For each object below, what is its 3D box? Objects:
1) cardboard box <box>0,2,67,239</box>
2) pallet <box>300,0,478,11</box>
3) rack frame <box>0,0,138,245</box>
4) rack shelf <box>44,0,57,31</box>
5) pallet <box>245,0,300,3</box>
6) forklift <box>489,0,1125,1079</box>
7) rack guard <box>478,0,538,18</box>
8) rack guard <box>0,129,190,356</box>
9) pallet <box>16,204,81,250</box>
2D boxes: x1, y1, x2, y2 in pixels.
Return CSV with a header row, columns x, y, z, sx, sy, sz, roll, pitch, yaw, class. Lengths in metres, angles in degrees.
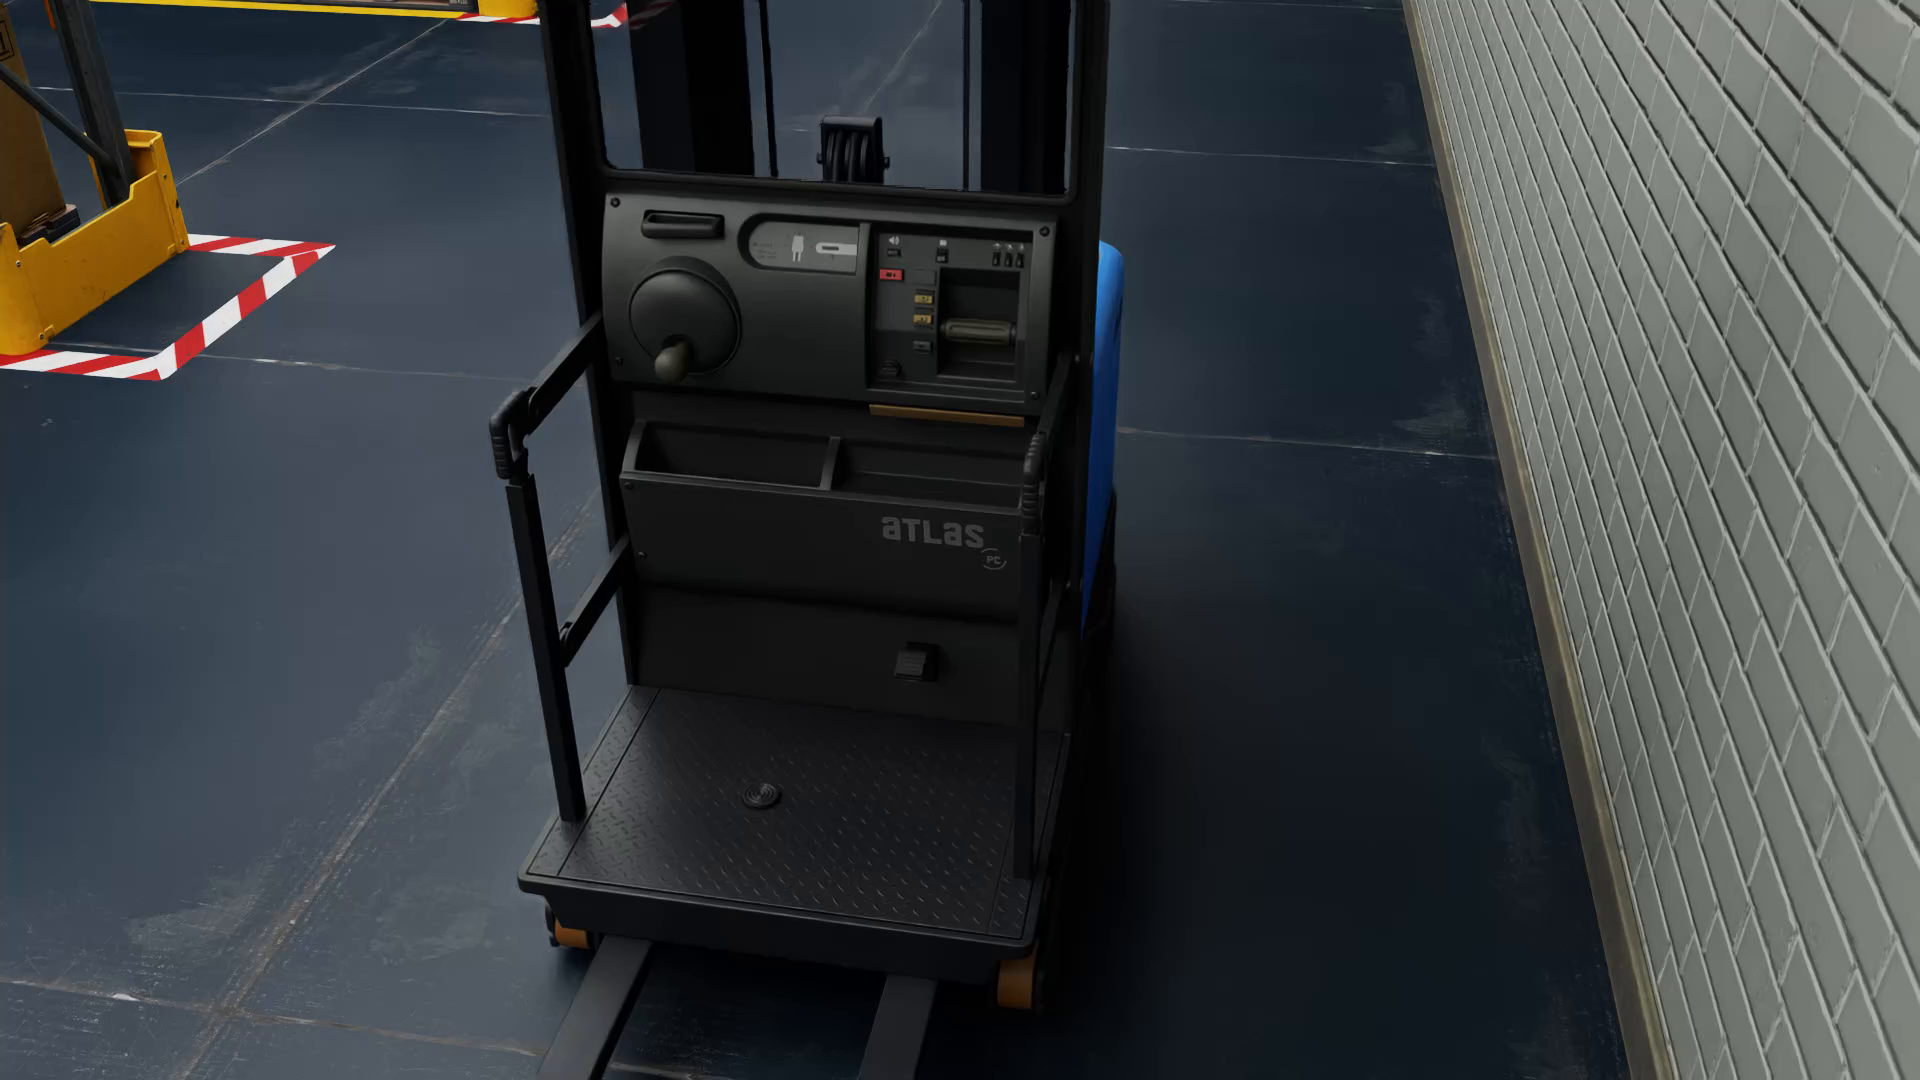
x,y,z,sx,sy,sz,roll,pitch,yaw,class
-4.310,-1.590,6.569,0.875,0.875,0.875,5,32,8,cardboard box
-3.639,-3.799,11.121,1.213,0.211,1.003,5,32,8,pallet
-3.666,-2.297,6.093,0.127,3.000,1.000,5,32,8,rack frame
-5.637,-2.171,6.569,4.000,0.370,1.077,5,32,8,rack shelf
-4.838,-3.909,11.297,1.213,0.211,1.003,5,32,8,pallet
-0.309,-0.433,3.179,1.130,2.935,3.031,6,32,9,forklift
-2.807,-3.832,10.902,0.348,0.500,1.175,5,32,8,rack guard
-3.642,-1.235,6.752,0.348,0.500,1.175,5,32,8,rack guard
-4.467,-1.145,6.881,1.213,0.211,1.003,5,32,8,pallet
